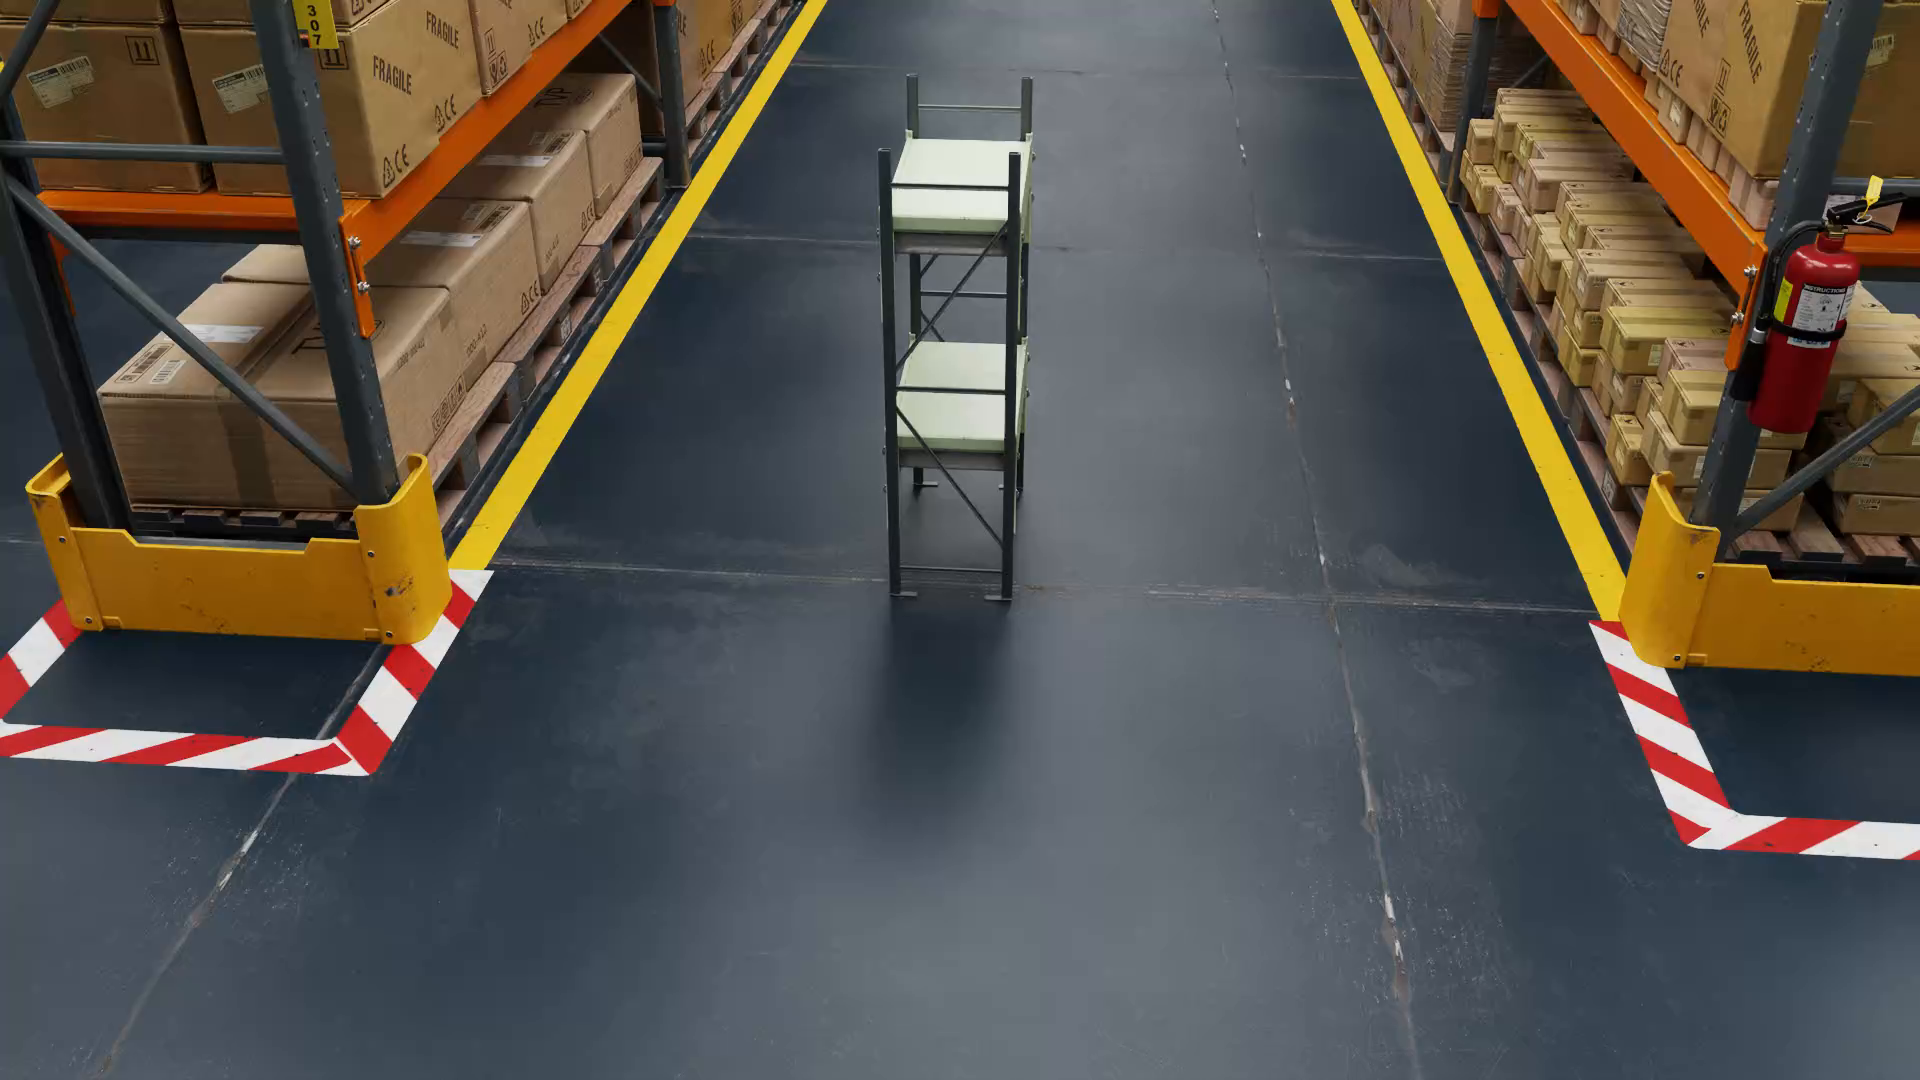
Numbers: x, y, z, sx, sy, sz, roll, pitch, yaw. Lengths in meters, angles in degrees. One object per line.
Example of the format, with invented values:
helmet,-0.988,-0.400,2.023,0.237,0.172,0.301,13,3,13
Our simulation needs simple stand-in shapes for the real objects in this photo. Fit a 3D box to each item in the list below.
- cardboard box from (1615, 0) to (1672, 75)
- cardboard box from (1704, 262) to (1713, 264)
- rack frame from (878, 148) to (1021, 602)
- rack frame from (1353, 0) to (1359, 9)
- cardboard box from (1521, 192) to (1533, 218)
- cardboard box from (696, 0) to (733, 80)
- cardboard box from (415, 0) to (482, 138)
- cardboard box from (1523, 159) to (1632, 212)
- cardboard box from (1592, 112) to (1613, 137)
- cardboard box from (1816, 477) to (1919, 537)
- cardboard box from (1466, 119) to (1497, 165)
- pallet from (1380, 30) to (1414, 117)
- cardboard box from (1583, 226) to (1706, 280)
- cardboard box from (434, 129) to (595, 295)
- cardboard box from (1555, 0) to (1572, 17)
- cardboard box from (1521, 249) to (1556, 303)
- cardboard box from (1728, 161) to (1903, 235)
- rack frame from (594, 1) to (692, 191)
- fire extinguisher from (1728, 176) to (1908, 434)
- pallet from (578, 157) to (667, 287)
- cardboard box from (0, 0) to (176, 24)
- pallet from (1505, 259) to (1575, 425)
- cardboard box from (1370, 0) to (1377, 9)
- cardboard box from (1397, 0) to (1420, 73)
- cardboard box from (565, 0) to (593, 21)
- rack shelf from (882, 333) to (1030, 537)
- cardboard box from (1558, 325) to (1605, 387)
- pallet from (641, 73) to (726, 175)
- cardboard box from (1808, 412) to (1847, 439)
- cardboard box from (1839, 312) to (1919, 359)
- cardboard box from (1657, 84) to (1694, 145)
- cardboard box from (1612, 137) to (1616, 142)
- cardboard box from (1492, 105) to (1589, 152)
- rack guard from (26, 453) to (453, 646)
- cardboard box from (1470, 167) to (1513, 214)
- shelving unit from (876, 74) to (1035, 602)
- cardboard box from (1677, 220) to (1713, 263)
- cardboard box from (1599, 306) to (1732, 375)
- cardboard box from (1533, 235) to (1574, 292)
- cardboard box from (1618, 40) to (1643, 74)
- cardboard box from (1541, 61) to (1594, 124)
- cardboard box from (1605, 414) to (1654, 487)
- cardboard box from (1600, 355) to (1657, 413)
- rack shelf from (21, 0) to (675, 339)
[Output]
cardboard box,2.547,-1.862,5.534,0.500,0.500,0.500,3,32,4
cardboard box,3.066,-1.096,6.703,0.380,0.149,0.250,4,32,6
rack frame,-0.029,-0.451,5.052,0.400,1.500,0.023,2,32,4
rack frame,3.340,-5.095,11.159,1.000,3.000,0.127,2,32,4
cardboard box,2.726,-1.514,7.380,0.380,0.149,0.250,1,32,1
cardboard box,-1.891,-3.237,9.768,0.875,0.875,0.875,3,32,5
cardboard box,-1.915,-1.618,5.421,0.500,0.500,0.500,2,32,3
cardboard box,2.626,-1.508,7.088,0.380,0.149,0.250,3,32,5
cardboard box,3.245,-2.025,7.927,0.380,0.149,0.250,3,32,5
cardboard box,3.050,-0.138,5.431,0.380,0.149,0.250,3,32,5
cardboard box,2.666,-1.920,8.040,0.380,0.149,0.250,4,32,6
pallet,3.173,-2.864,10.195,1.003,0.211,1.213,2,32,4
cardboard box,2.634,-1.097,6.421,0.380,0.149,0.250,1,32,2
cardboard box,-2.158,-1.459,7.300,0.875,0.438,0.875,2,32,3
cardboard box,2.635,-2.212,6.720,0.380,0.149,0.250,3,32,5
cardboard box,2.599,-1.112,7.013,0.380,0.149,0.250,2,32,3
cardboard box,2.433,-0.988,4.733,0.380,0.149,0.250,2,32,4
rack frame,-1.928,-3.162,8.023,1.000,3.000,0.127,2,32,4
fire extinguisher,2.208,-0.609,4.308,0.296,0.674,0.183,2,32,4
pallet,-2.068,-1.581,8.114,1.003,0.211,1.213,2,32,4
cardboard box,-2.452,-1.801,4.766,0.500,0.500,0.500,3,32,6
pallet,2.898,-0.824,6.887,1.003,0.211,1.213,2,32,4
cardboard box,3.028,-3.851,11.122,0.500,0.500,0.500,1,32,2
cardboard box,2.911,-3.053,9.826,0.500,0.500,0.500,2,32,3
cardboard box,-1.774,-2.419,6.721,0.500,0.500,0.500,2,32,3
rack shelf,0.001,-0.364,5.533,0.431,0.370,0.720,2,32,4
cardboard box,2.516,-0.701,6.345,0.380,0.149,0.250,1,32,2
pallet,-1.940,-2.382,9.414,1.003,0.211,1.213,2,32,4
cardboard box,3.065,-0.408,5.586,0.380,0.149,0.250,2,32,4
cardboard box,3.120,-0.666,5.721,0.380,0.149,0.250,2,32,4
cardboard box,2.494,-1.383,5.374,0.380,0.149,0.250,3,32,5
cardboard box,3.305,-1.917,8.036,0.380,0.149,0.250,3,32,5
cardboard box,2.698,-1.909,7.739,0.380,0.149,0.250,4,32,6
rack guard,-2.255,0.006,5.264,1.175,0.500,0.348,2,32,4
cardboard box,2.642,-1.653,7.891,0.380,0.149,0.250,3,32,5
shelving unit,0.001,-0.642,5.362,0.431,1.500,0.755,2,32,4
cardboard box,3.082,-1.215,6.612,0.380,0.149,0.250,3,32,4
cardboard box,2.451,-0.688,5.757,0.380,0.149,0.250,2,32,3
cardboard box,2.551,-1.114,6.732,0.380,0.149,0.250,3,32,4
cardboard box,2.631,-1.797,6.046,0.380,0.149,0.250,3,32,5
cardboard box,3.339,-2.494,8.919,0.500,0.500,0.500,4,32,6
cardboard box,2.443,-0.300,5.695,0.380,0.149,0.250,3,32,5
cardboard box,2.487,-0.564,5.840,0.380,0.149,0.250,1,32,2
rack shelf,-2.091,-1.810,6.514,1.077,0.370,4.000,2,32,4
